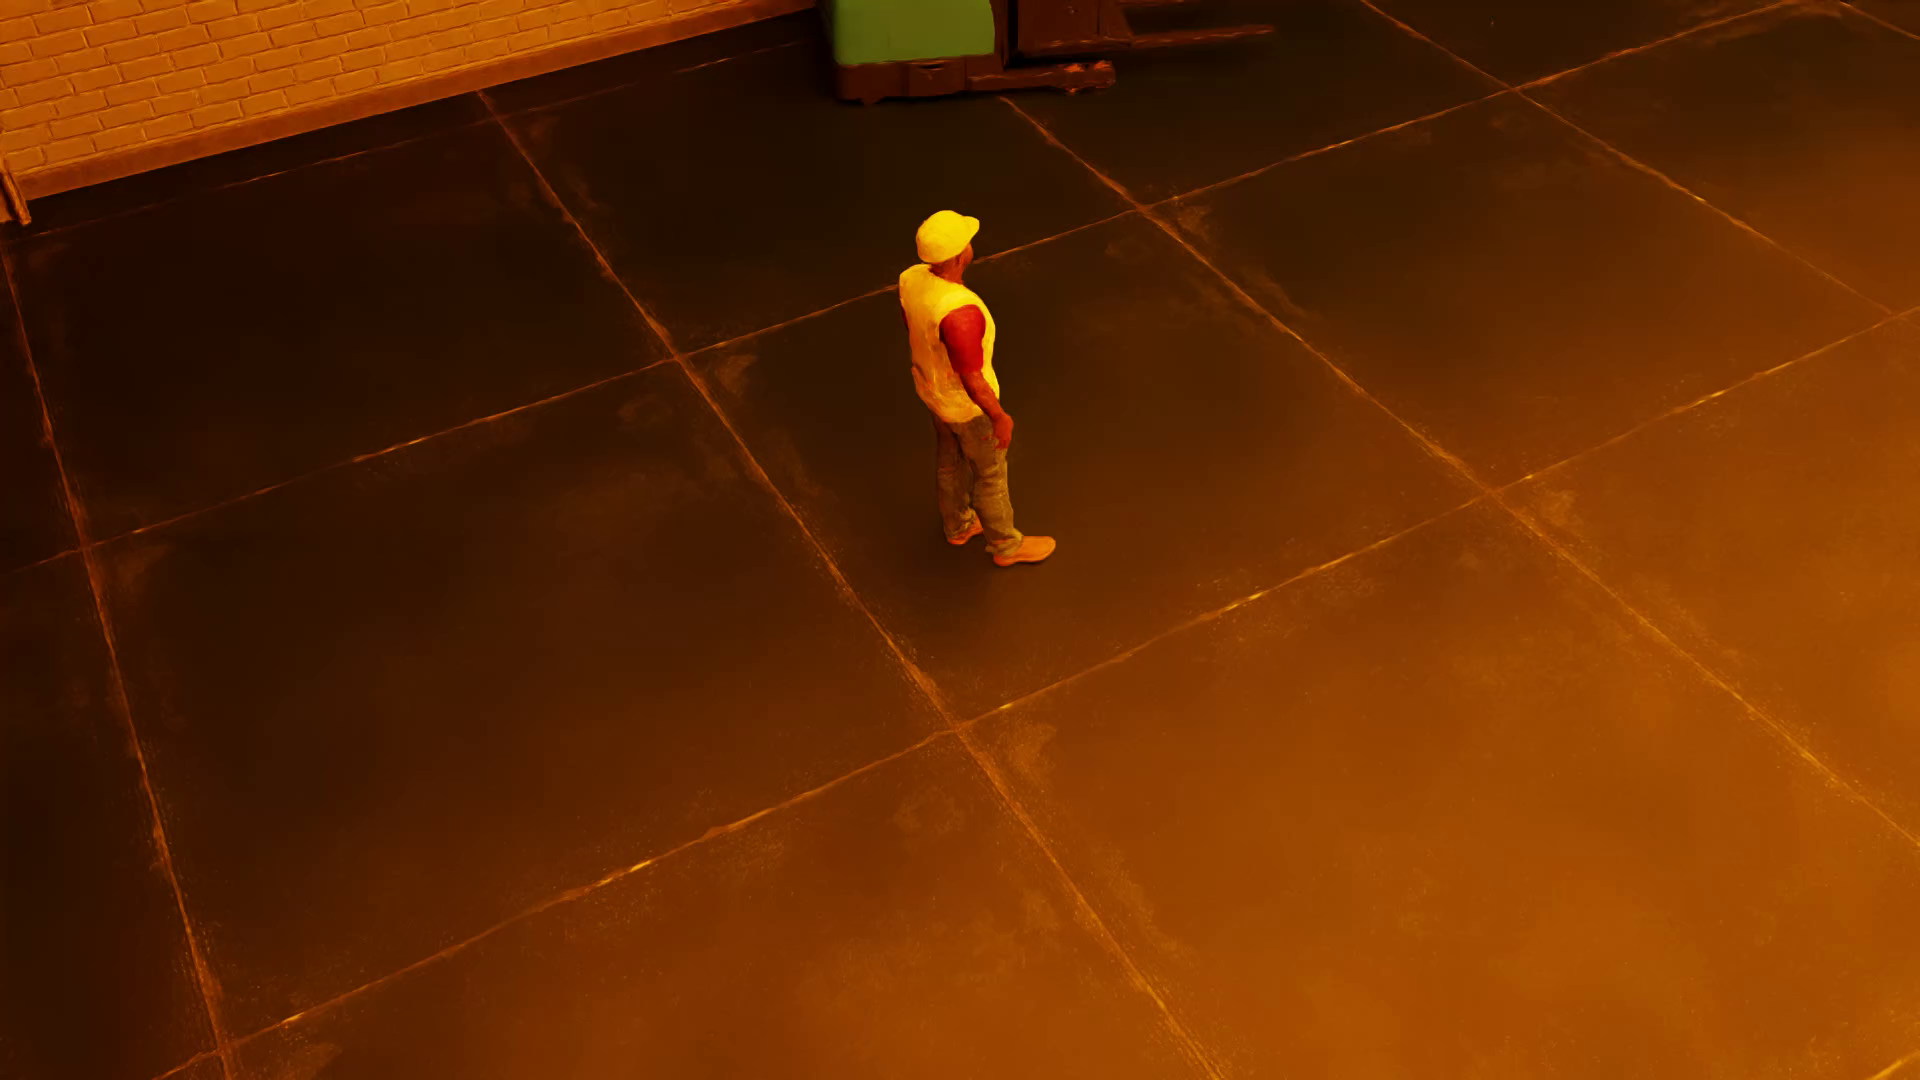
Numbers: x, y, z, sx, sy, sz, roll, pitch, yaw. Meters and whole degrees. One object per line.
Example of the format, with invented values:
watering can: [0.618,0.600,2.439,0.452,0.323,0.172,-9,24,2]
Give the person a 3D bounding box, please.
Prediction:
person: [0.063,-0.673,7.270,0.576,1.766,0.665,-21,47,-21]

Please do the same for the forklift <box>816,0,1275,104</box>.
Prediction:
forklift: [0.583,-4.408,10.451,3.031,2.935,1.130,-7,43,-7]
